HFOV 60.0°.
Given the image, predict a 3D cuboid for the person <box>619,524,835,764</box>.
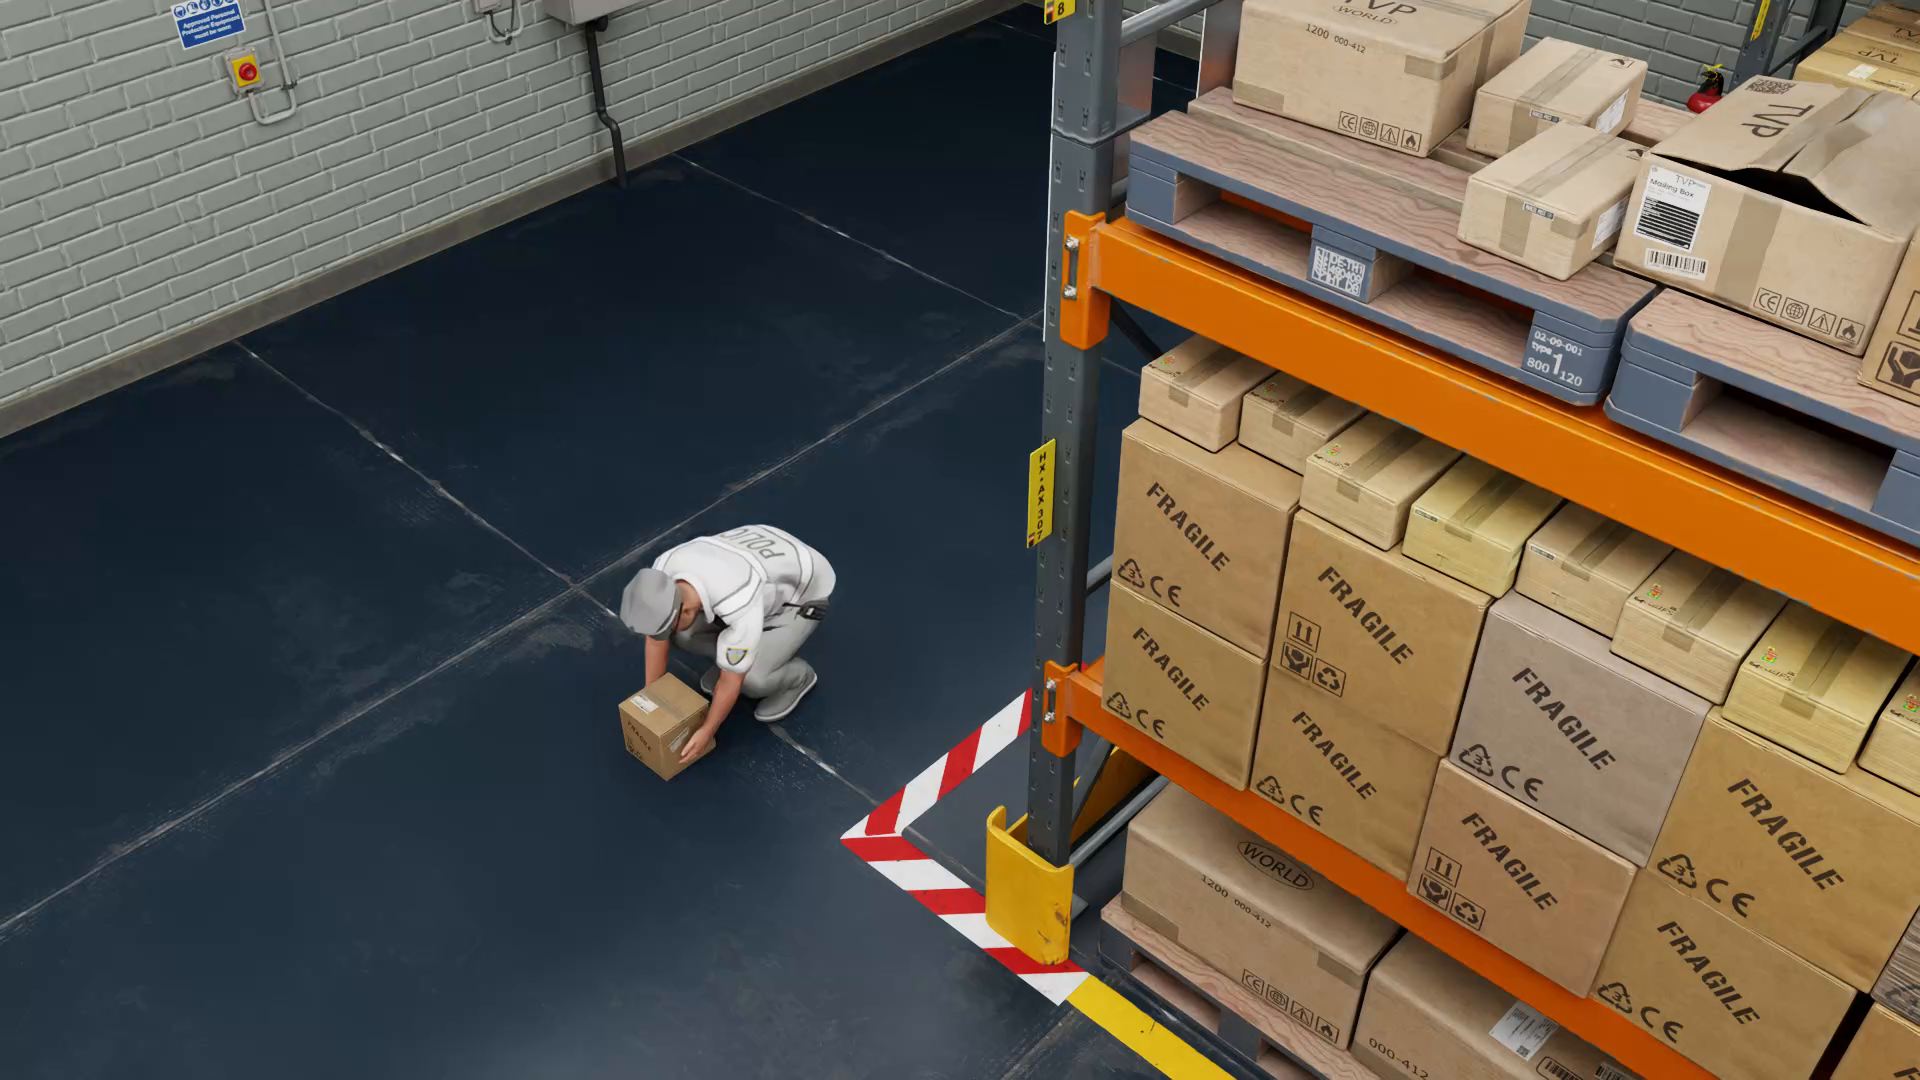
[{"bbox_3d":[-0.895,0.315,6.429,0.554,0.920,0.955,30,48,32],"label":"person"}]
